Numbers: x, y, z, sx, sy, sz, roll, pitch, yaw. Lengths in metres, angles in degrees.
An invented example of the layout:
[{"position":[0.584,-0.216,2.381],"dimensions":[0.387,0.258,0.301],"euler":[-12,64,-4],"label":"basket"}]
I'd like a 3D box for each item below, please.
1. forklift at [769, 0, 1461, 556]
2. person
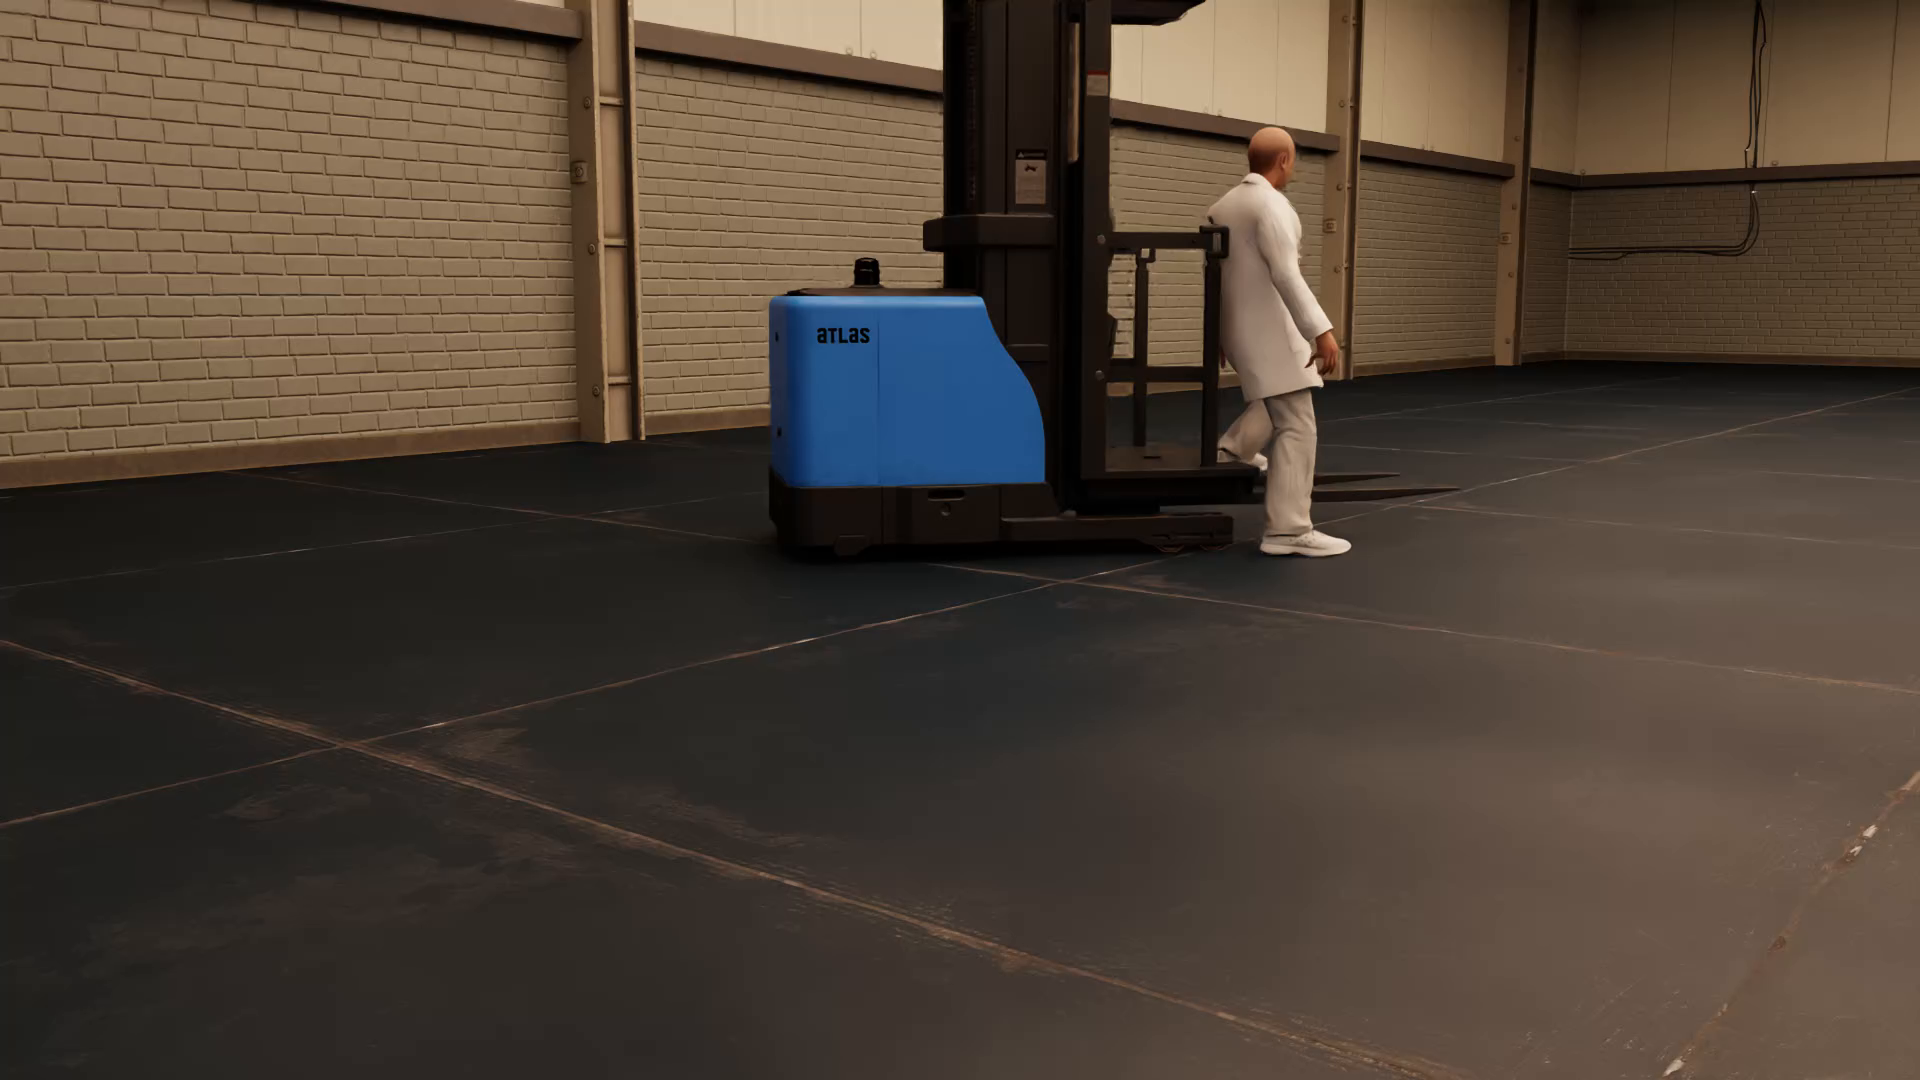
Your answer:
[{"position":[0.697,-1.466,7.298],"dimensions":[3.031,2.935,1.130],"euler":[-2,8,-11],"label":"forklift"},{"position":[1.376,-0.846,7.080],"dimensions":[0.534,1.771,0.791],"euler":[-3,9,-19],"label":"person"}]
